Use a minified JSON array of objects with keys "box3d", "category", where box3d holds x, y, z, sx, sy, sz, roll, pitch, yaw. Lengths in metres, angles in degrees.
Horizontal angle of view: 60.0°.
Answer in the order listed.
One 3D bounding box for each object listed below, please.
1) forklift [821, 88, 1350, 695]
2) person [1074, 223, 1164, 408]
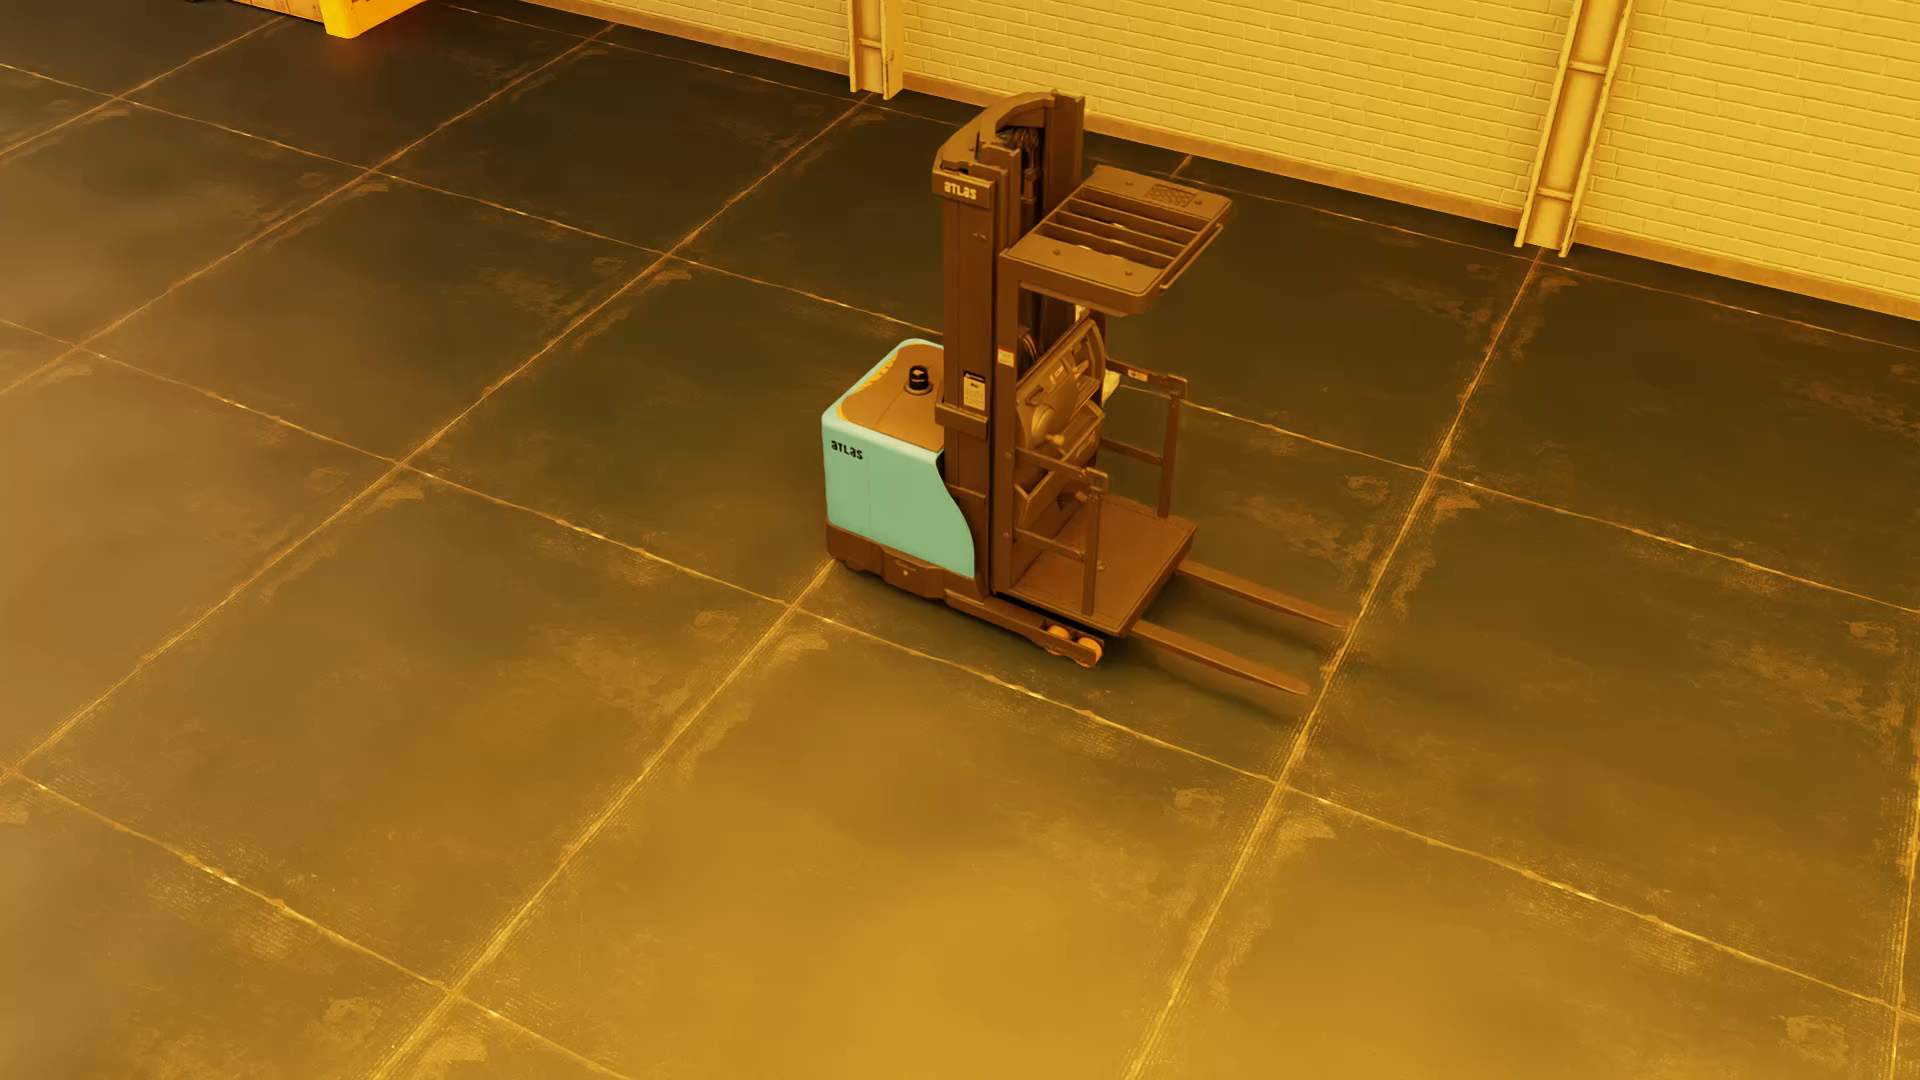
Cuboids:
[{"box3d":[0.726,-0.796,8.932,3.031,2.935,1.130,21,44,23],"category":"forklift"},{"box3d":[0.846,-1.288,10.610,0.885,1.542,0.933,2,40,2],"category":"person"}]
